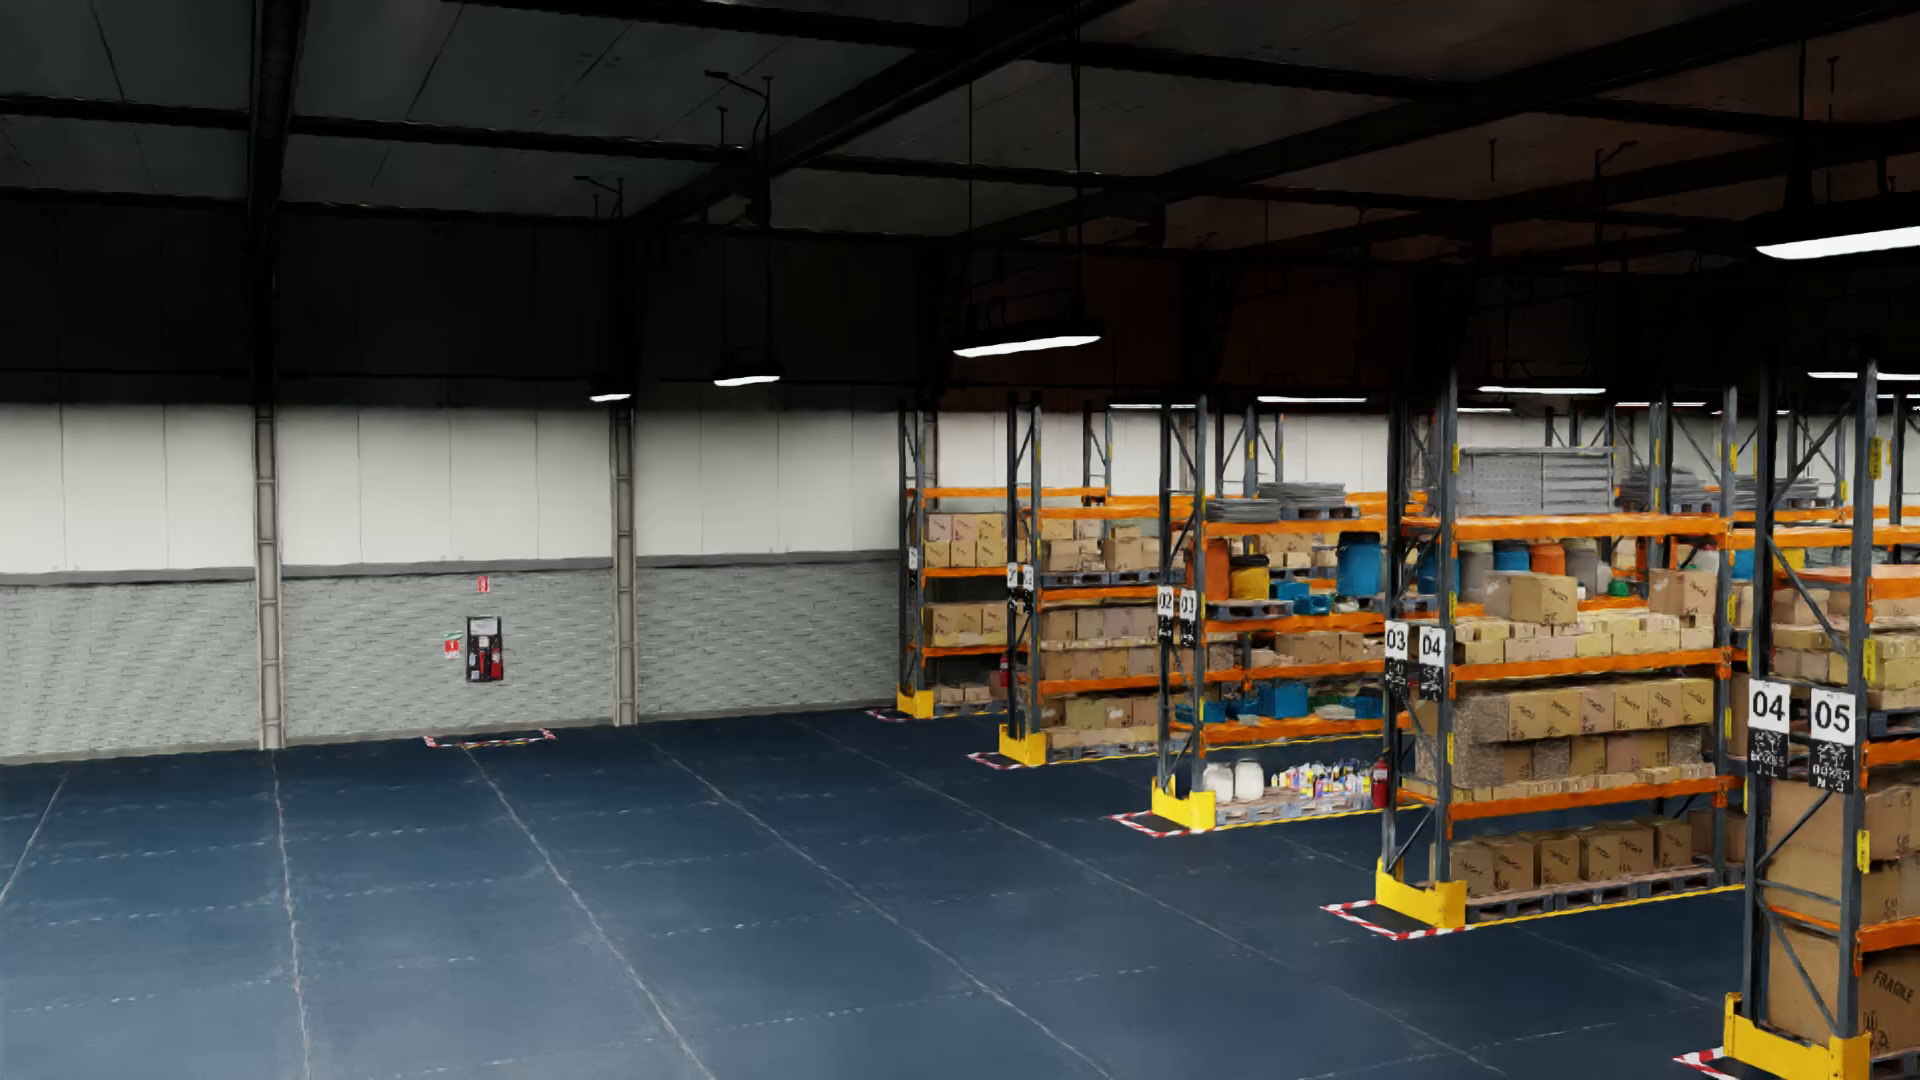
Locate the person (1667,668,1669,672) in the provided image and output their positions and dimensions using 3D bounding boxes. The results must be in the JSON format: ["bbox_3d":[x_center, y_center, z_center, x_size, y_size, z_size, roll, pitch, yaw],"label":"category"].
[{"bbox_3d":[12.311,2.597,29.378,0.586,1.663,0.548,0,3,1],"label":"person"}]

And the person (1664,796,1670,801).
[{"bbox_3d":[10.317,2.886,24.164,1.035,1.708,0.571,-2,4,-32],"label":"person"}]
